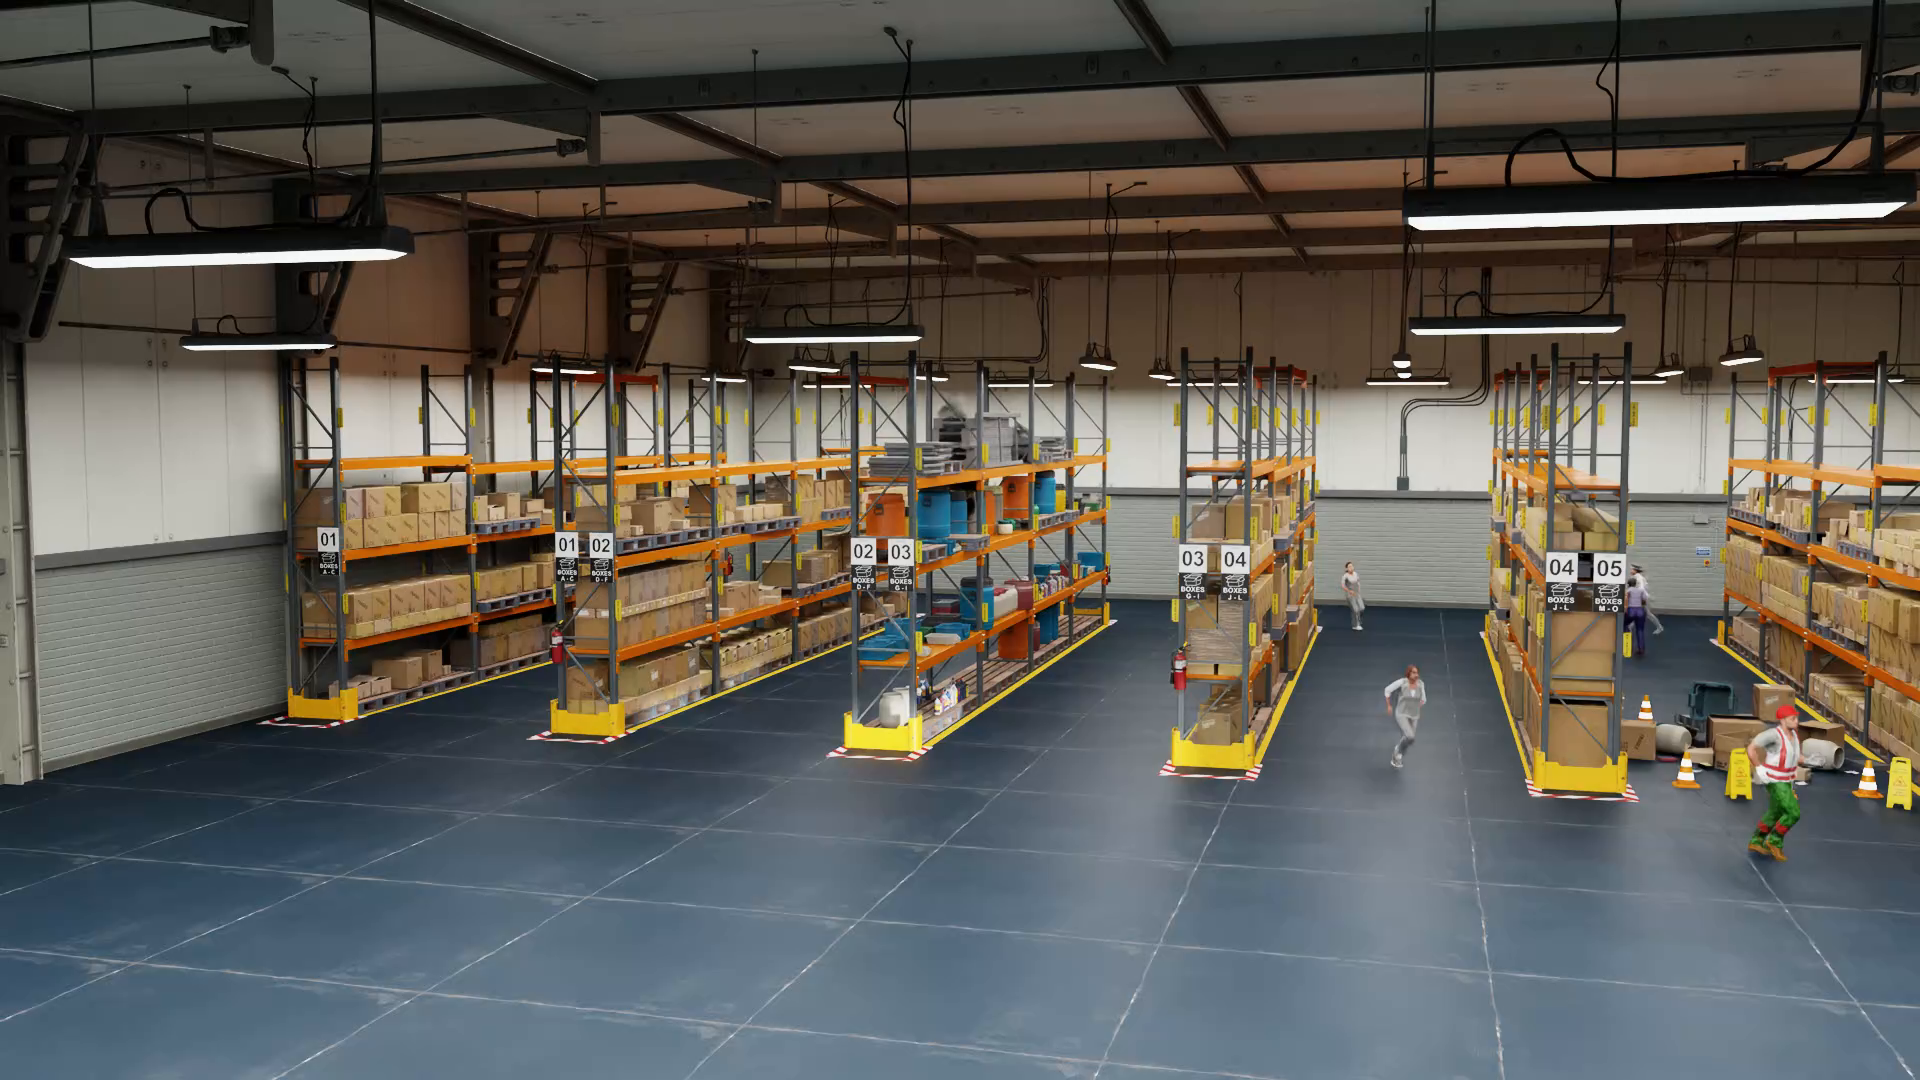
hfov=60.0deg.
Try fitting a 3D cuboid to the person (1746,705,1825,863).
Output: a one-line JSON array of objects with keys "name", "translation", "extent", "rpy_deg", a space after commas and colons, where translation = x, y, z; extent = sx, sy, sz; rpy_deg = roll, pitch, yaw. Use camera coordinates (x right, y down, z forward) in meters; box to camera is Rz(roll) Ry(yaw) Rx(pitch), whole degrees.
[{"name": "person", "translation": [9.269, 2.751, 18.752], "extent": [0.656, 1.794, 0.768], "rpy_deg": [-3, 5, -34]}]

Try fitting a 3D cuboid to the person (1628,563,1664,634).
[{"name": "person", "translation": [15.636, 1.379, 38.062], "extent": [0.911, 1.690, 0.616], "rpy_deg": [1, 4, 12]}]

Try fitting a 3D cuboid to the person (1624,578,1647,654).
[{"name": "person", "translation": [14.229, 1.624, 35.082], "extent": [0.593, 1.625, 0.893], "rpy_deg": [0, 4, 4]}]

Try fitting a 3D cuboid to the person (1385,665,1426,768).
[{"name": "person", "translation": [6.297, 2.491, 23.425], "extent": [0.489, 1.510, 0.732], "rpy_deg": [-1, 4, -16]}]

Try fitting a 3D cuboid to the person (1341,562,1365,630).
[{"name": "person", "translation": [9.262, 1.319, 39.161], "extent": [0.622, 1.609, 0.511], "rpy_deg": [-1, 4, -17]}]
